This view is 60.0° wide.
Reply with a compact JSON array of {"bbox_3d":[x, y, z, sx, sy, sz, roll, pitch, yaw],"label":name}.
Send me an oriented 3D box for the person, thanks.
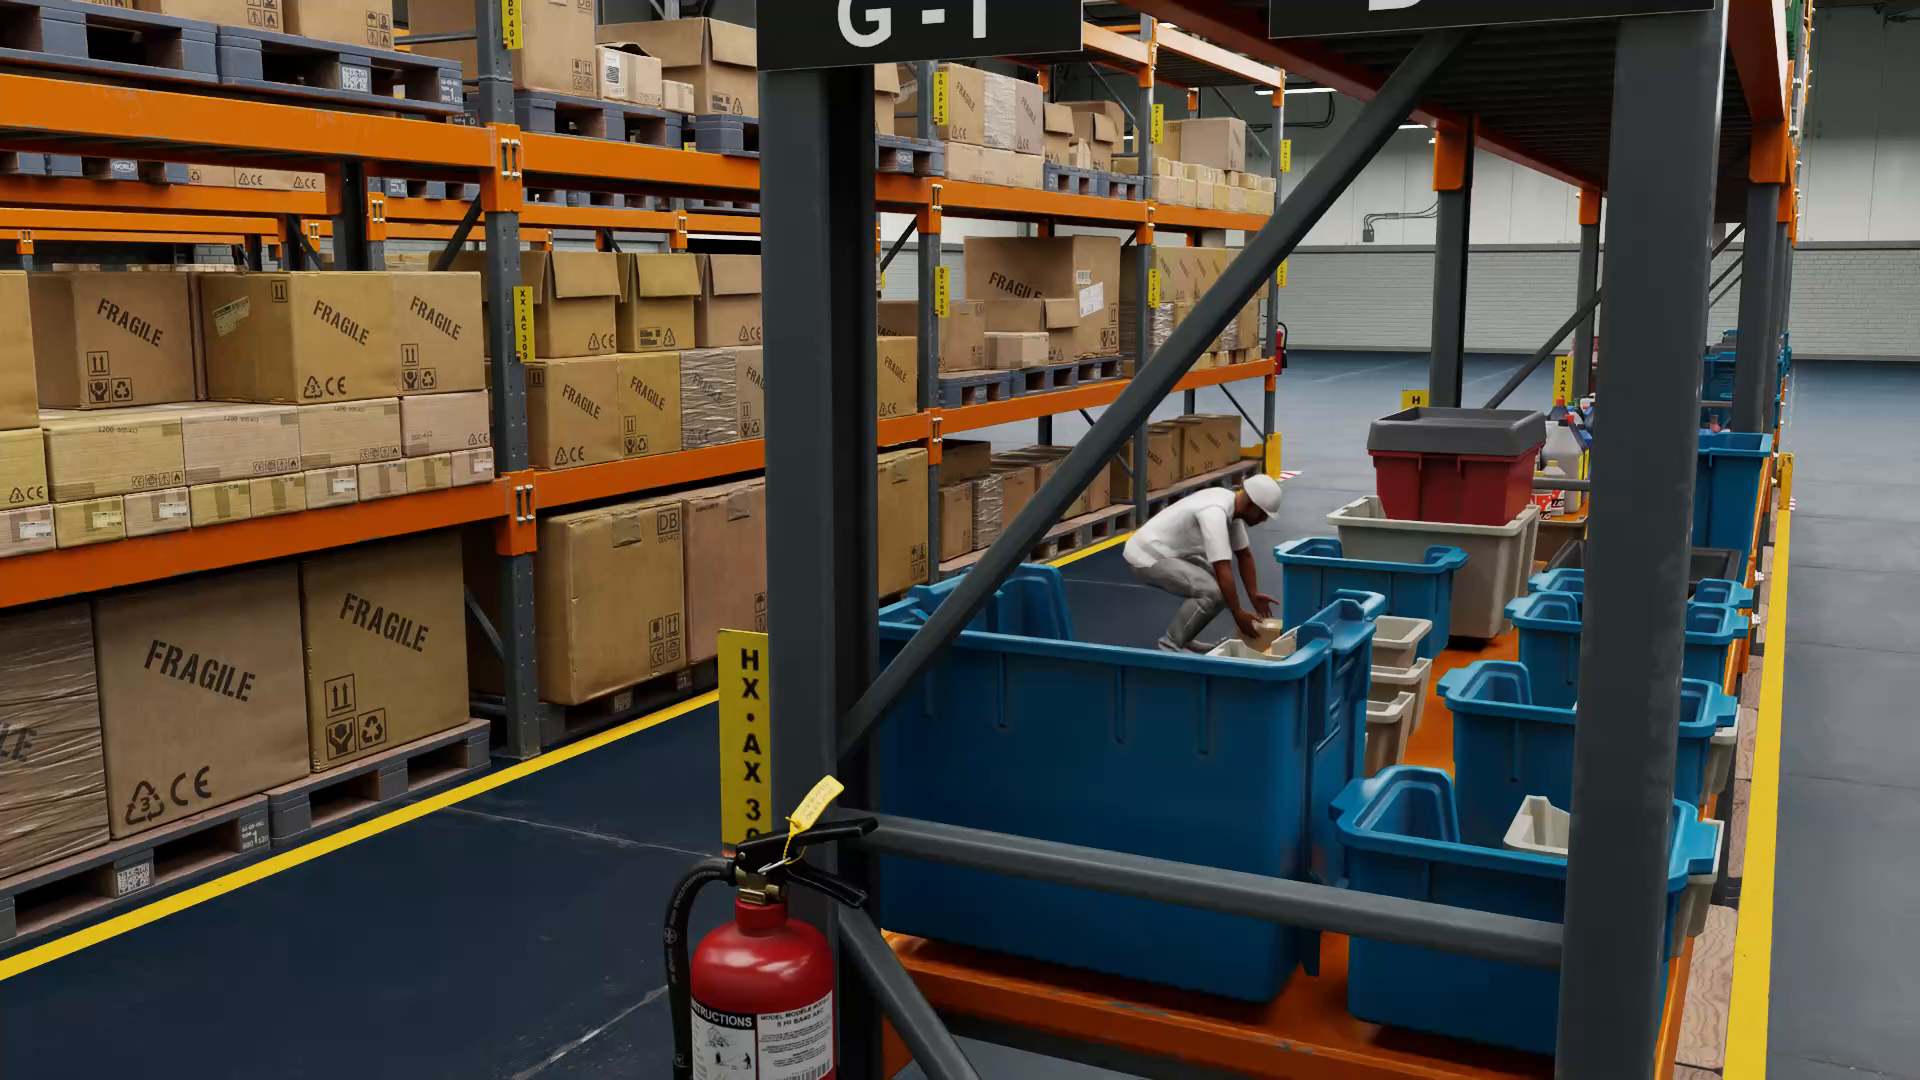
[{"bbox_3d":[1.397,0.147,9.543,0.874,1.087,0.602,4,10,26],"label":"person"}]
